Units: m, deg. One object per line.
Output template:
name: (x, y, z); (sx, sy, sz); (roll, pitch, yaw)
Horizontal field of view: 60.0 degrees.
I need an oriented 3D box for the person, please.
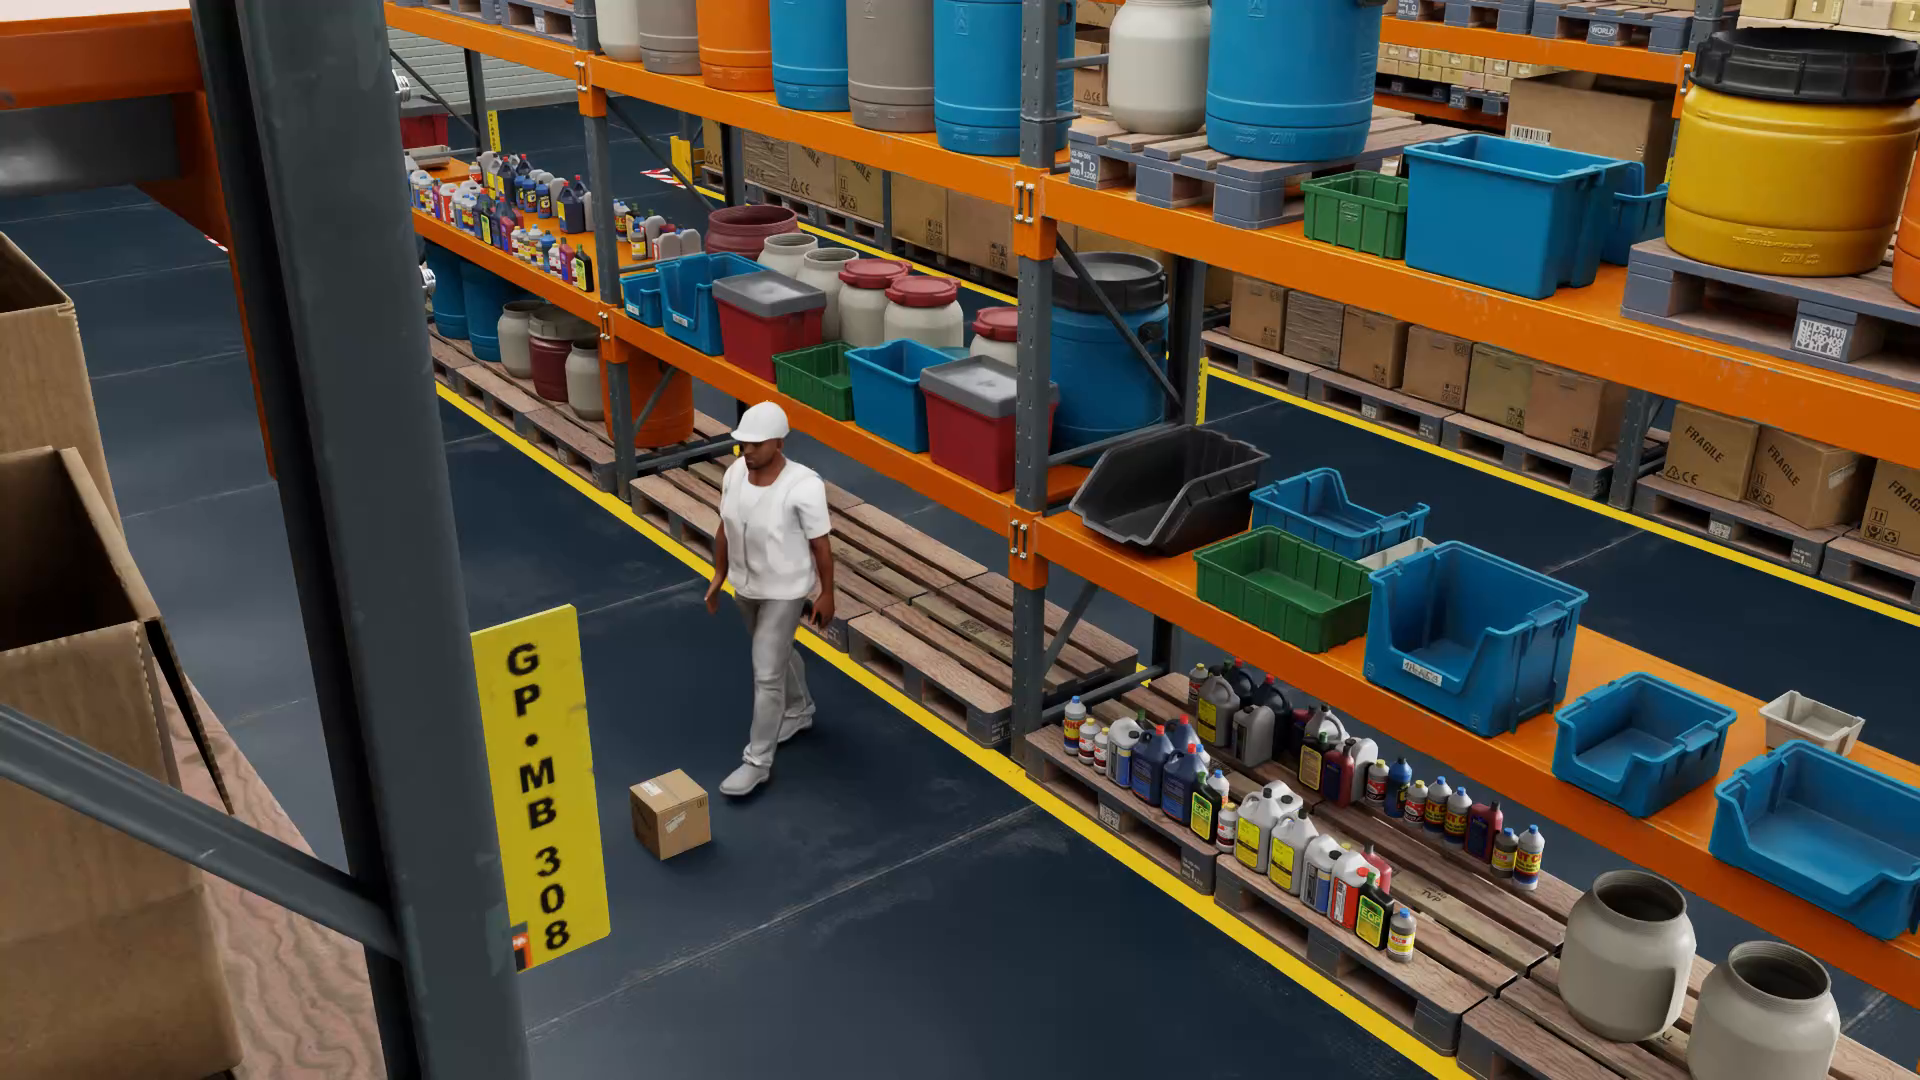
person: (-0.936, 0.238, 7.533); (0.580, 1.747, 0.796); (18, 30, 34)
